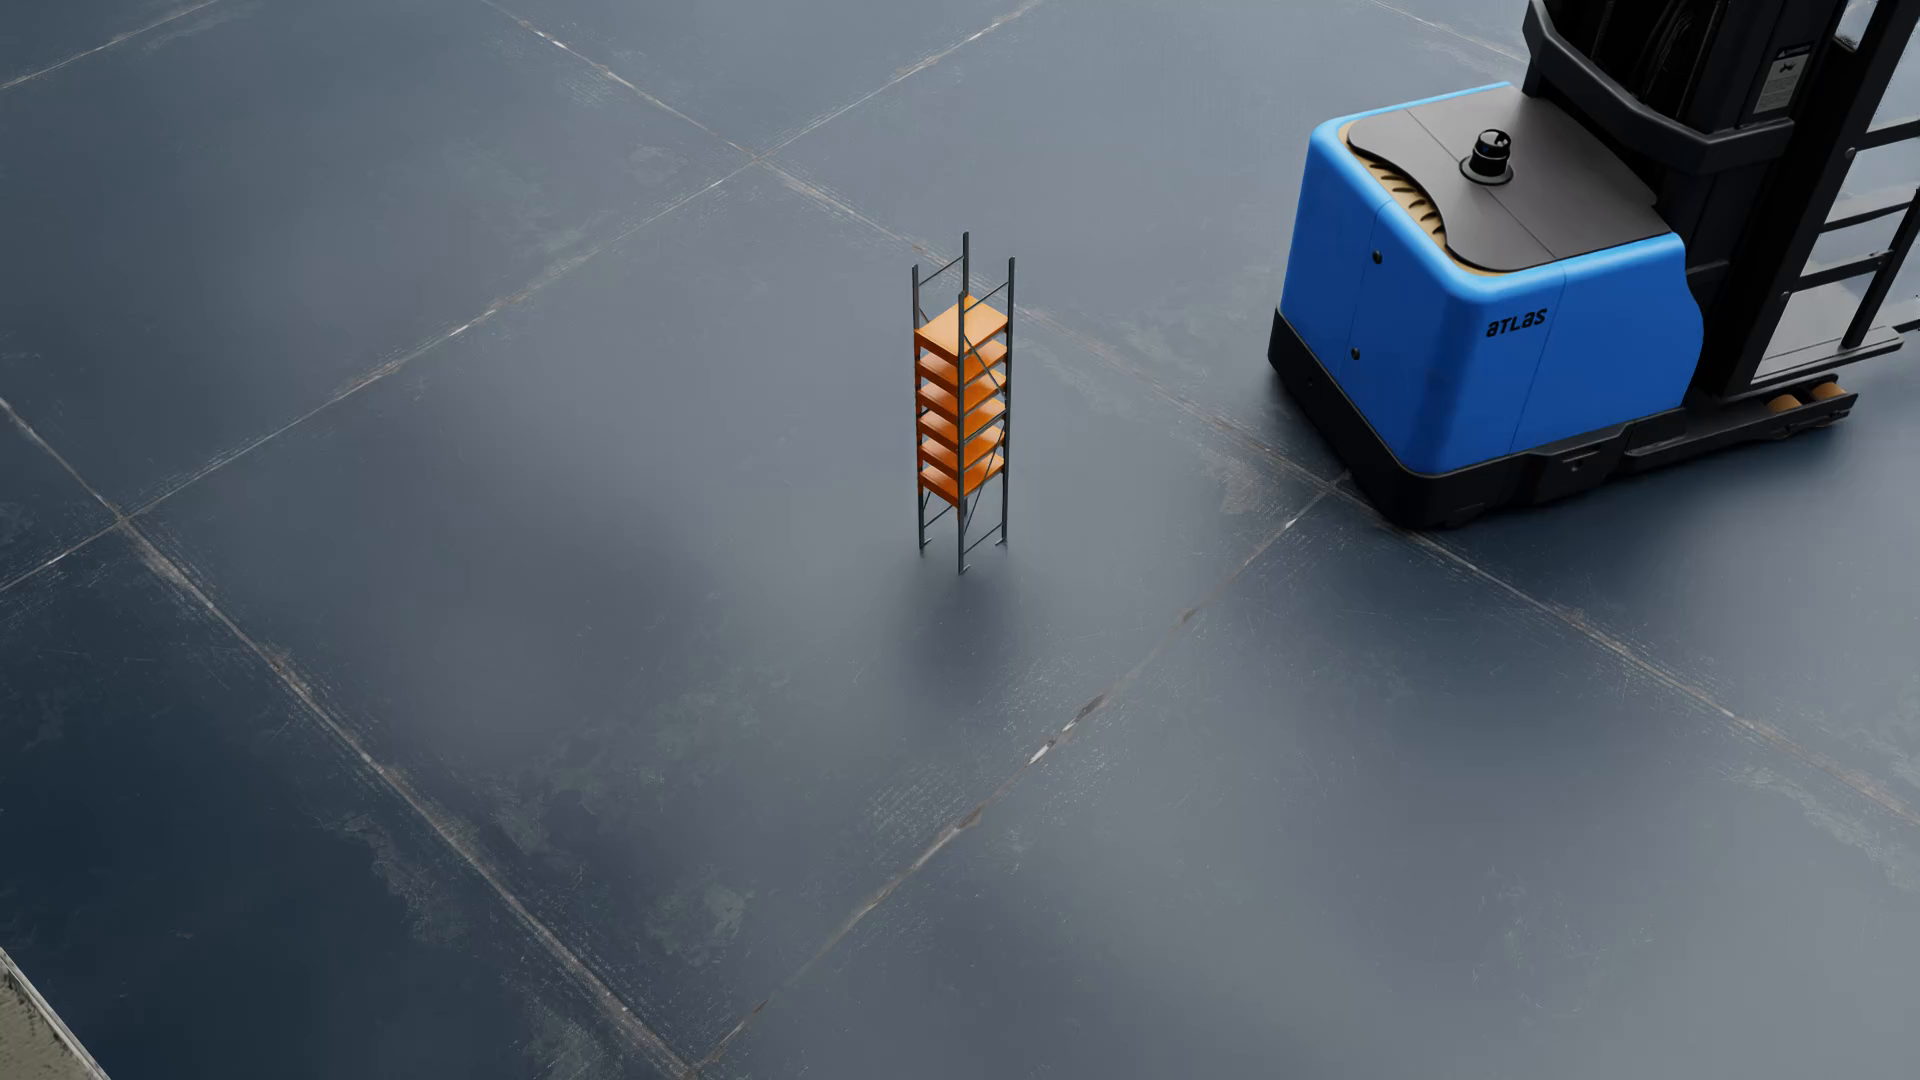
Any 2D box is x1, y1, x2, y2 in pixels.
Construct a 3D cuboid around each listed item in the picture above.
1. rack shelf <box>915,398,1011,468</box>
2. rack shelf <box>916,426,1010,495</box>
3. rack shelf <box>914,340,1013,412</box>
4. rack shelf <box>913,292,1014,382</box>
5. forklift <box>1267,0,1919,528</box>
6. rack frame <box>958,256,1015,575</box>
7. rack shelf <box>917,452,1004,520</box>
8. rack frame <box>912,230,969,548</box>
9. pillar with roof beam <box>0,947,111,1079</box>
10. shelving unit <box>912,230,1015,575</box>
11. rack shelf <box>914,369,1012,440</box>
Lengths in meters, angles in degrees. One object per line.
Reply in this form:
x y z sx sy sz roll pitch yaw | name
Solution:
0.011 -0.373 5.329 0.180 0.103 0.258 34 55 28 | rack shelf
0.011 -0.291 5.417 0.180 0.103 0.258 34 55 28 | rack shelf
0.011 -0.537 5.154 0.180 0.103 0.258 34 55 28 | rack shelf
0.011 -0.620 5.067 0.180 0.103 0.258 34 55 28 | rack shelf
2.736 -1.717 5.343 3.031 2.935 1.130 -15 49 -14 | forklift
0.078 -0.358 5.254 0.006 1.200 0.240 34 55 28 | rack frame
0.011 -0.209 5.504 0.180 0.103 0.258 34 55 28 | rack shelf
-0.057 -0.449 5.339 0.006 1.200 0.240 34 55 28 | rack frame
1.402 -3.337 2.702 0.400 9.000 9.100 34 55 28 | pillar with roof beam
0.011 -0.404 5.297 0.189 1.200 0.258 34 55 28 | shelving unit
0.011 -0.455 5.242 0.180 0.103 0.258 34 55 28 | rack shelf
